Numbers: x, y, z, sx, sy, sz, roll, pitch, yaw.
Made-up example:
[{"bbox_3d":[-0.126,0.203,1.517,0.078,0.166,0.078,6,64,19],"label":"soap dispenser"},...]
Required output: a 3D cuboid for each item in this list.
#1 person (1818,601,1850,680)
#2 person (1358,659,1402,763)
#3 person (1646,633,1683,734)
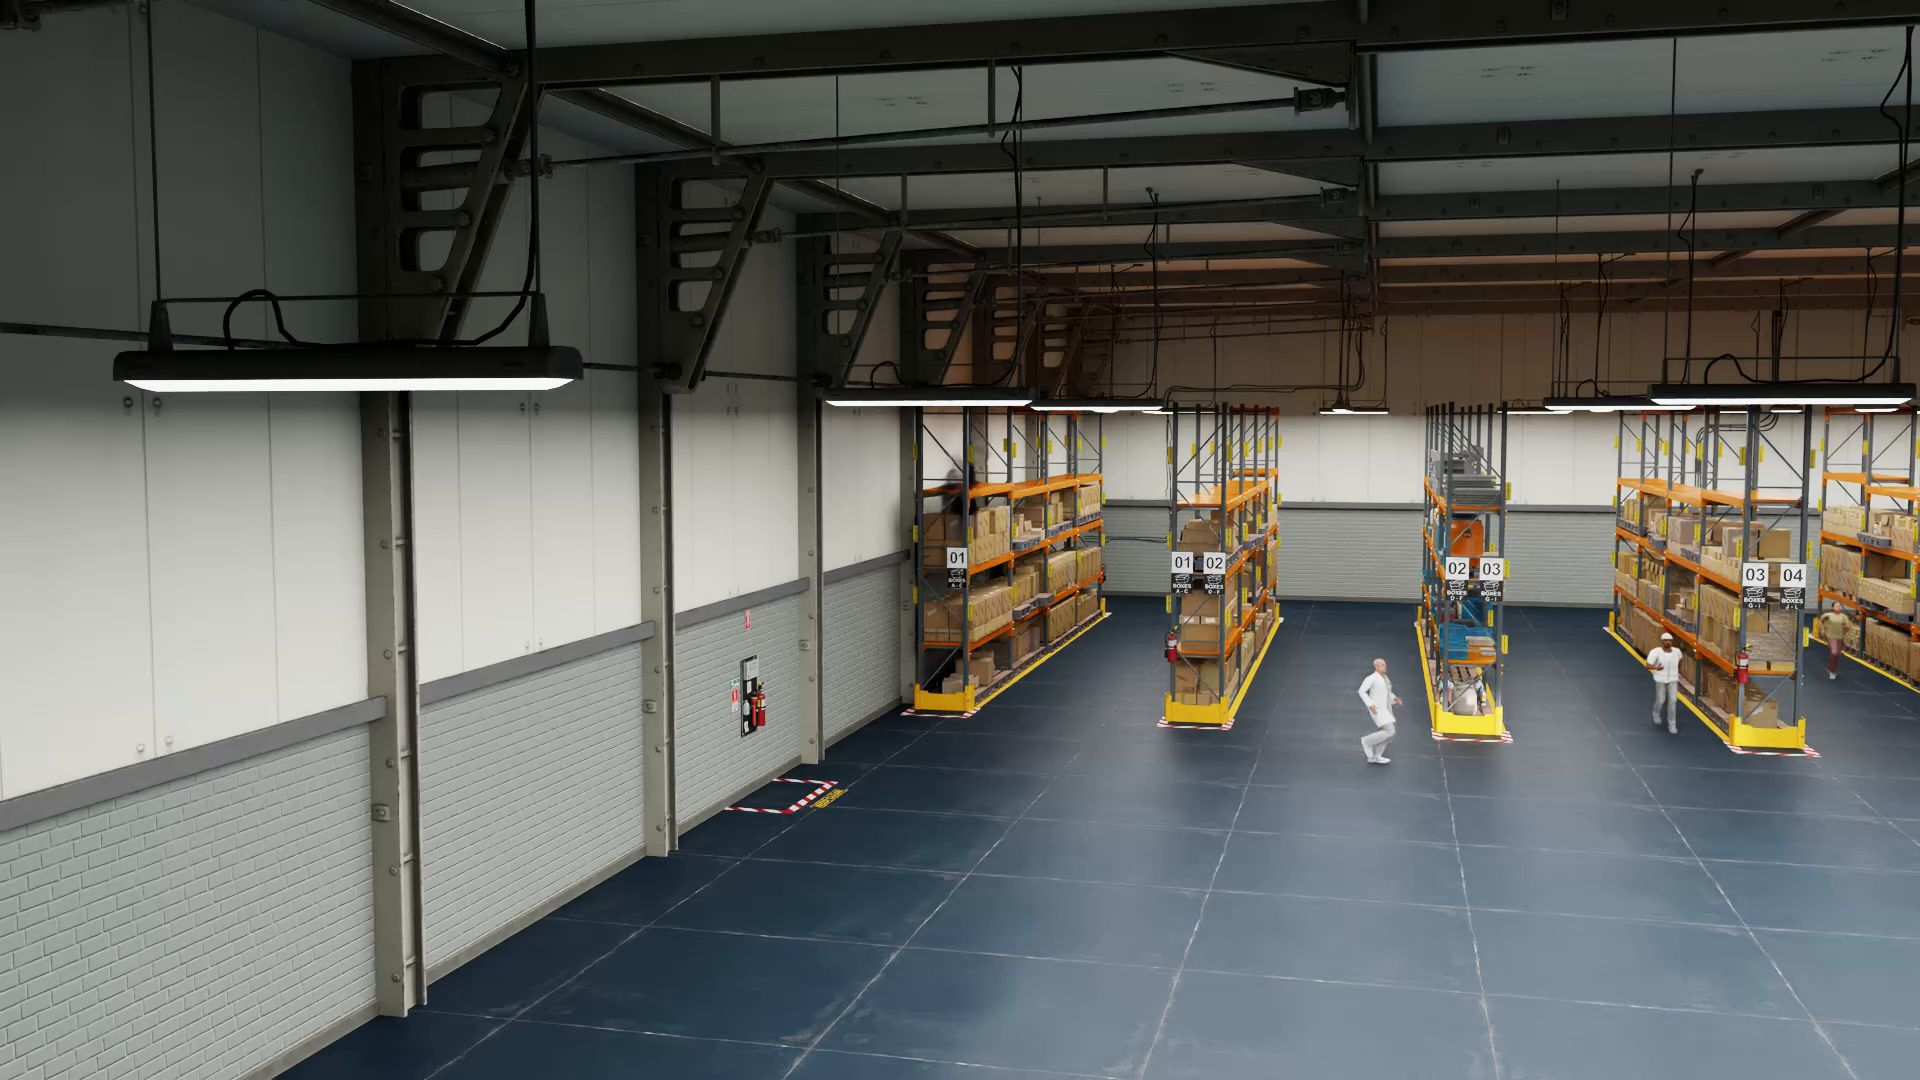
[{"bbox_3d":[19.210,2.193,36.514,0.543,1.720,0.723,0,4,6],"label":"person"},{"bbox_3d":[6.977,2.829,27.471,0.624,1.731,0.714,3,5,39],"label":"person"},{"bbox_3d":[12.867,2.573,30.324,0.695,1.771,0.962,1,4,8],"label":"person"}]
